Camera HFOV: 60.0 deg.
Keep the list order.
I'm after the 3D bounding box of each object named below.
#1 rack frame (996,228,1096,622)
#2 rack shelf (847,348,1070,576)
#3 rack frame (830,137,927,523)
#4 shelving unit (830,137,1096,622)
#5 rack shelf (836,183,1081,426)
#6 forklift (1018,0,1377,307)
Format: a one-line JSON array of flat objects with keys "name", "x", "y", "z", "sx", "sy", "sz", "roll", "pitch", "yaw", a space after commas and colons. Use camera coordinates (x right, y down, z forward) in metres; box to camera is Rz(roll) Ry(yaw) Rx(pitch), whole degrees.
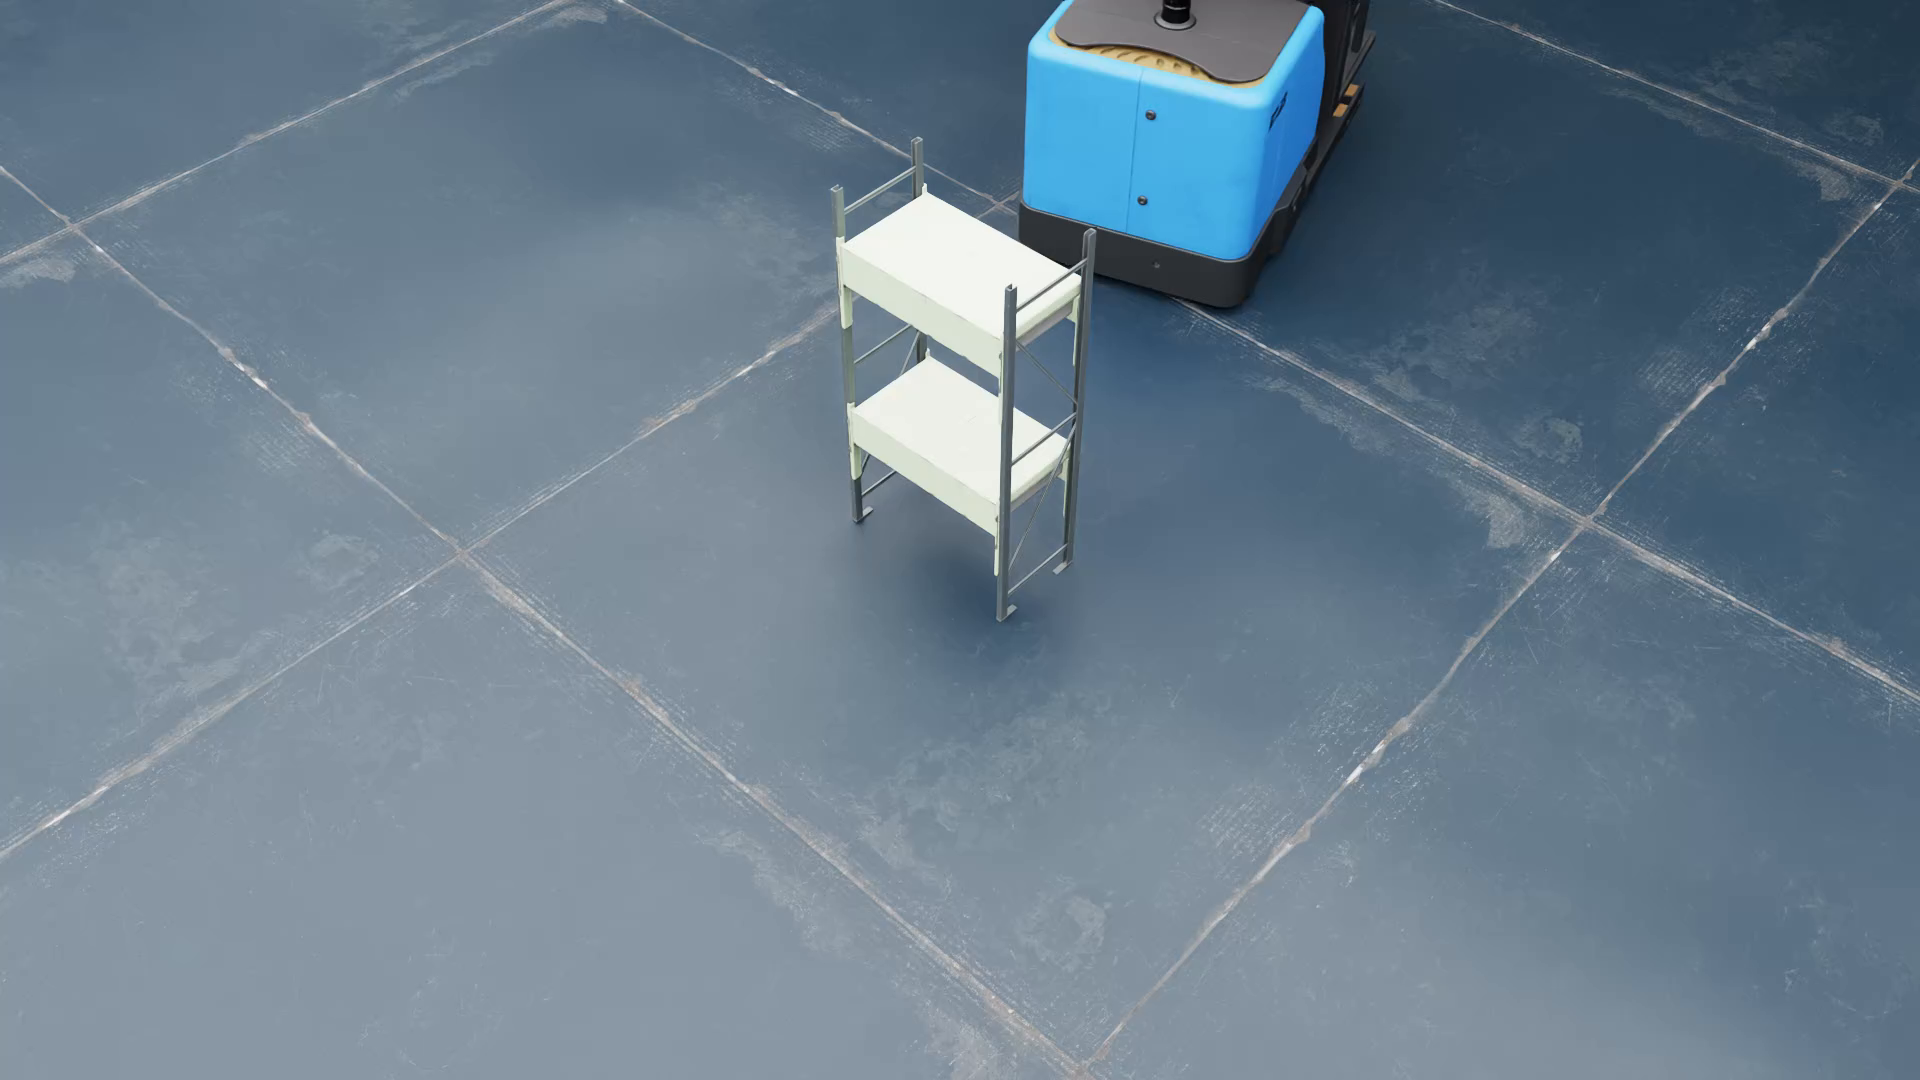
[{"name": "rack frame", "x": 0.274, "y": -0.329, "z": 5.530, "sx": 0.023, "sy": 1.500, "sz": 0.400, "roll": 34, "pitch": 55, "yaw": 28}, {"name": "rack shelf", "x": 0.005, "y": -0.287, "z": 5.938, "sx": 0.720, "sy": 0.370, "sz": 0.431, "roll": 34, "pitch": 55, "yaw": 28}, {"name": "rack frame", "x": -0.264, "y": -0.691, "z": 5.870, "sx": 0.023, "sy": 1.500, "sz": 0.400, "roll": 34, "pitch": 55, "yaw": 28}, {"name": "shelving unit", "x": 0.005, "y": -0.510, "z": 5.700, "sx": 0.755, "sy": 1.500, "sz": 0.431, "roll": 34, "pitch": 55, "yaw": 28}, {"name": "rack shelf", "x": 0.005, "y": -0.777, "z": 5.416, "sx": 0.720, "sy": 0.370, "sz": 0.431, "roll": 34, "pitch": 55, "yaw": 28}, {"name": "forklift", "x": 1.337, "y": -3.080, "z": 7.132, "sx": 1.130, "sy": 2.935, "sz": 3.031, "roll": 19, "pitch": 50, "yaw": 17}]
